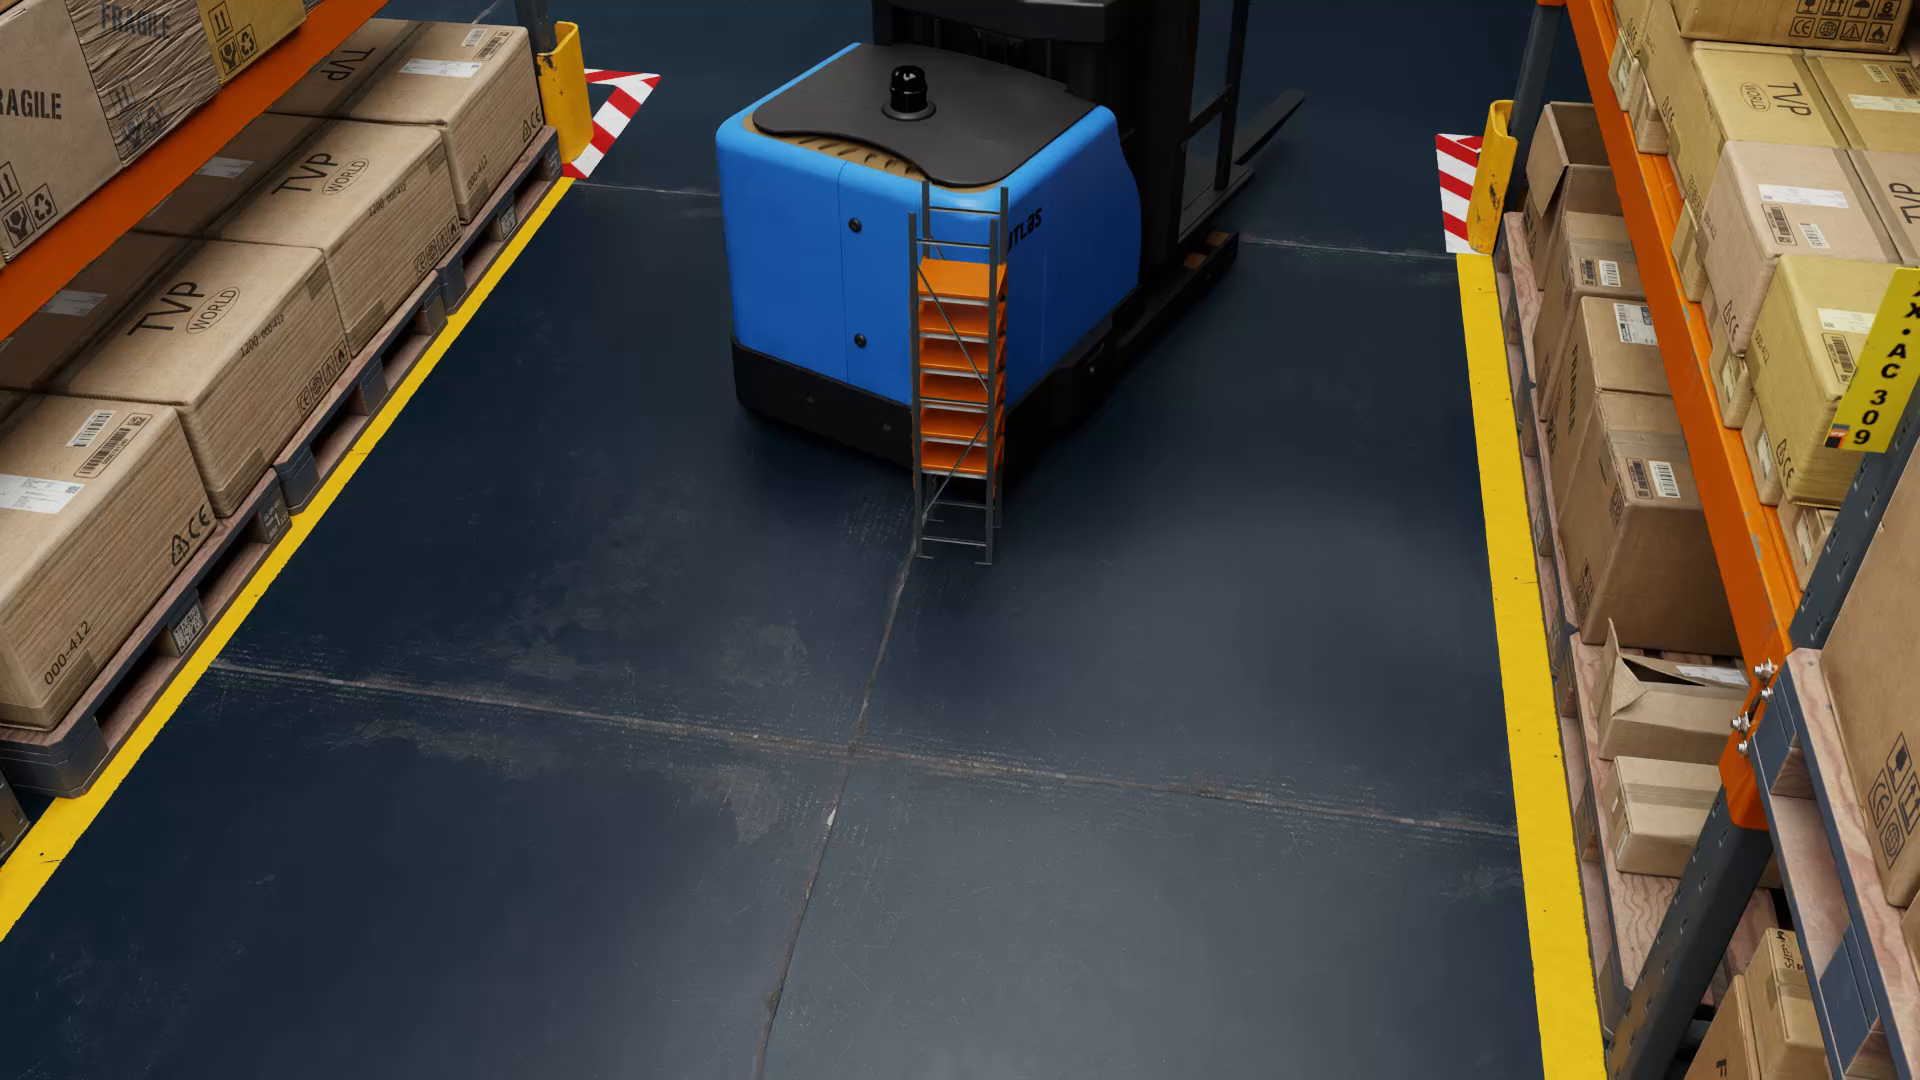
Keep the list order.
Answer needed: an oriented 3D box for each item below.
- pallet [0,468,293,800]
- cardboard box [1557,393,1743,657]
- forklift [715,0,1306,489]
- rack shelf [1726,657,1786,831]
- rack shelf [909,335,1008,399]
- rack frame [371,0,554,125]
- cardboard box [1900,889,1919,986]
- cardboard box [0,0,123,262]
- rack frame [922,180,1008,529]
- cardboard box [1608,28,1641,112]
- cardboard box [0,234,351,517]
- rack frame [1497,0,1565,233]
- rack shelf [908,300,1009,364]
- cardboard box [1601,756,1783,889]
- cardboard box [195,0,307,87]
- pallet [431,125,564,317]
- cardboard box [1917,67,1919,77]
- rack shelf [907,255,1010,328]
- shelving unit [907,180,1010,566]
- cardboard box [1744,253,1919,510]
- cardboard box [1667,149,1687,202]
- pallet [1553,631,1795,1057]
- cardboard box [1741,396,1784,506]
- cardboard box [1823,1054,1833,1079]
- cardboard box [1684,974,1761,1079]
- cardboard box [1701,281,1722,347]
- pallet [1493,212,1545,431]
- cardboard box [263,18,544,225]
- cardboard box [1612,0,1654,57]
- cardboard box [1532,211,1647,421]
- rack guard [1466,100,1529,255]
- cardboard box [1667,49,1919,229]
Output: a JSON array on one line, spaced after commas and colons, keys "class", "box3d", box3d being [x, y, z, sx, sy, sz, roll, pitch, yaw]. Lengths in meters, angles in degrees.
[{"class": "pallet", "box3d": [-2.719, 0.180, 4.866, 1.003, 0.211, 1.213, 6, 40, 8]}, {"class": "cardboard box", "box3d": [2.089, -0.033, 4.567, 0.700, 0.500, 0.500, 5, 40, 6]}, {"class": "forklift", "box3d": [0.431, -2.207, 5.619, 1.130, 2.935, 3.031, 22, 44, 24]}, {"class": "rack shelf", "box3d": [1.616, 1.652, 1.463, 1.077, 0.370, 4.000, 6, 40, 8]}, {"class": "rack shelf", "box3d": [-0.002, -0.512, 4.809, 0.258, 0.103, 0.180, 6, 40, 8]}, {"class": "rack frame", "box3d": [-2.235, -2.936, 6.447, 1.000, 3.000, 0.127, 6, 40, 8]}, {"class": "cardboard box", "box3d": [1.568, 0.523, 1.856, 0.700, 0.500, 0.500, 7, 40, 8]}, {"class": "cardboard box", "box3d": [-2.497, -1.045, 4.082, 0.500, 0.500, 0.500, 7, 40, 8]}, {"class": "rack frame", "box3d": [0.013, -0.511, 4.926, 0.240, 1.200, 0.006, 6, 40, 8]}, {"class": "cardboard box", "box3d": [2.055, -1.315, 4.684, 0.380, 0.149, 0.250, 5, 40, 6]}, {"class": "cardboard box", "box3d": [-2.559, -0.544, 5.235, 0.875, 0.438, 0.875, 5, 40, 6]}, {"class": "rack frame", "box3d": [2.654, -2.391, 5.788, 1.000, 3.000, 0.127, 6, 40, 8]}, {"class": "rack shelf", "box3d": [-0.002, -0.604, 4.732, 0.258, 0.103, 0.180, 6, 40, 8]}, {"class": "cardboard box", "box3d": [1.769, 0.674, 3.988, 0.380, 0.149, 0.250, 5, 40, 6]}, {"class": "cardboard box", "box3d": [-2.316, -1.680, 4.850, 0.500, 0.500, 0.500, 8, 40, 9]}, {"class": "pallet", "box3d": [-2.297, -1.351, 6.718, 1.003, 0.211, 1.213, 6, 40, 8]}, {"class": "cardboard box", "box3d": [2.485, -0.858, 3.818, 0.500, 0.250, 0.500, 7, 40, 9]}, {"class": "rack shelf", "box3d": [-0.002, -0.697, 4.656, 0.258, 0.103, 0.180, 6, 40, 8]}, {"class": "shelving unit", "box3d": [-0.002, -0.453, 4.857, 0.258, 1.200, 0.189, 6, 40, 8]}, {"class": "cardboard box", "box3d": [1.810, -0.284, 3.124, 0.500, 0.250, 0.500, 7, 40, 9]}, {"class": "cardboard box", "box3d": [2.053, -0.978, 4.277, 0.380, 0.149, 0.250, 6, 40, 8]}, {"class": "pallet", "box3d": [2.082, 0.763, 4.162, 1.003, 0.211, 1.213, 6, 40, 8]}, {"class": "cardboard box", "box3d": [1.792, -0.178, 3.308, 0.380, 0.149, 0.250, 7, 40, 9]}, {"class": "cardboard box", "box3d": [1.640, 0.920, 2.673, 0.380, 0.149, 0.250, 5, 40, 6]}, {"class": "cardboard box", "box3d": [1.657, 1.199, 3.077, 0.500, 0.500, 0.500, 8, 40, 10]}, {"class": "cardboard box", "box3d": [1.885, -0.505, 3.704, 0.380, 0.149, 0.250, 7, 40, 9]}, {"class": "pallet", "box3d": [2.504, -0.768, 6.014, 1.003, 0.211, 1.213, 6, 40, 8]}, {"class": "cardboard box", "box3d": [-2.251, -1.685, 6.616, 0.875, 0.438, 0.875, 5, 40, 6]}, {"class": "cardboard box", "box3d": [2.139, -1.558, 4.665, 0.500, 0.250, 0.500, 6, 40, 7]}, {"class": "cardboard box", "box3d": [2.269, -0.684, 5.355, 0.700, 0.500, 0.500, 8, 40, 9]}, {"class": "rack guard", "box3d": [2.641, -1.380, 6.527, 1.175, 0.500, 0.348, 6, 40, 8]}, {"class": "cardboard box", "box3d": [1.981, -0.912, 3.883, 0.500, 0.250, 0.500, 6, 40, 7]}]
